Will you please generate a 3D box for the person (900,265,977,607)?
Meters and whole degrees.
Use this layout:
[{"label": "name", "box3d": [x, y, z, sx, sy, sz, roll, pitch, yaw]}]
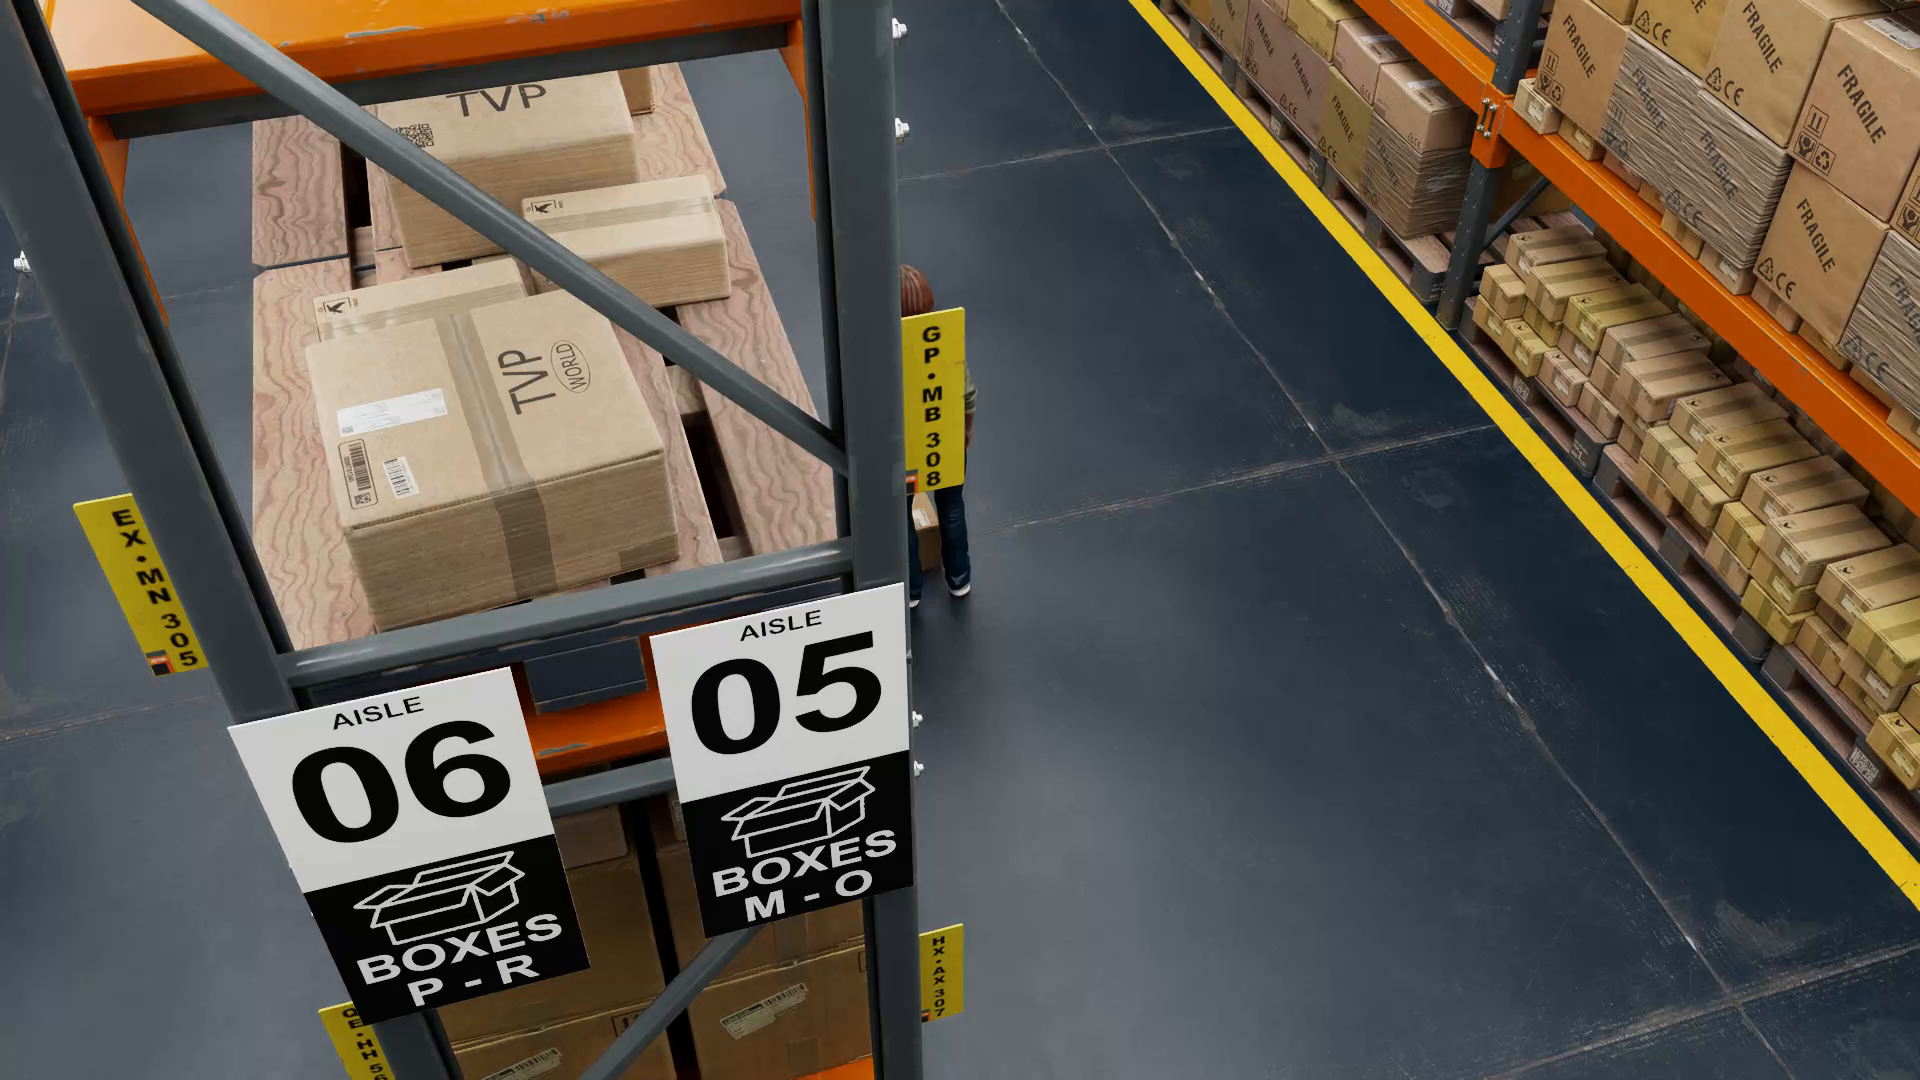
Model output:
[{"label": "person", "box3d": [-0.154, -0.367, 6.567, 0.473, 1.590, 0.349, -14, 45, -15]}]
